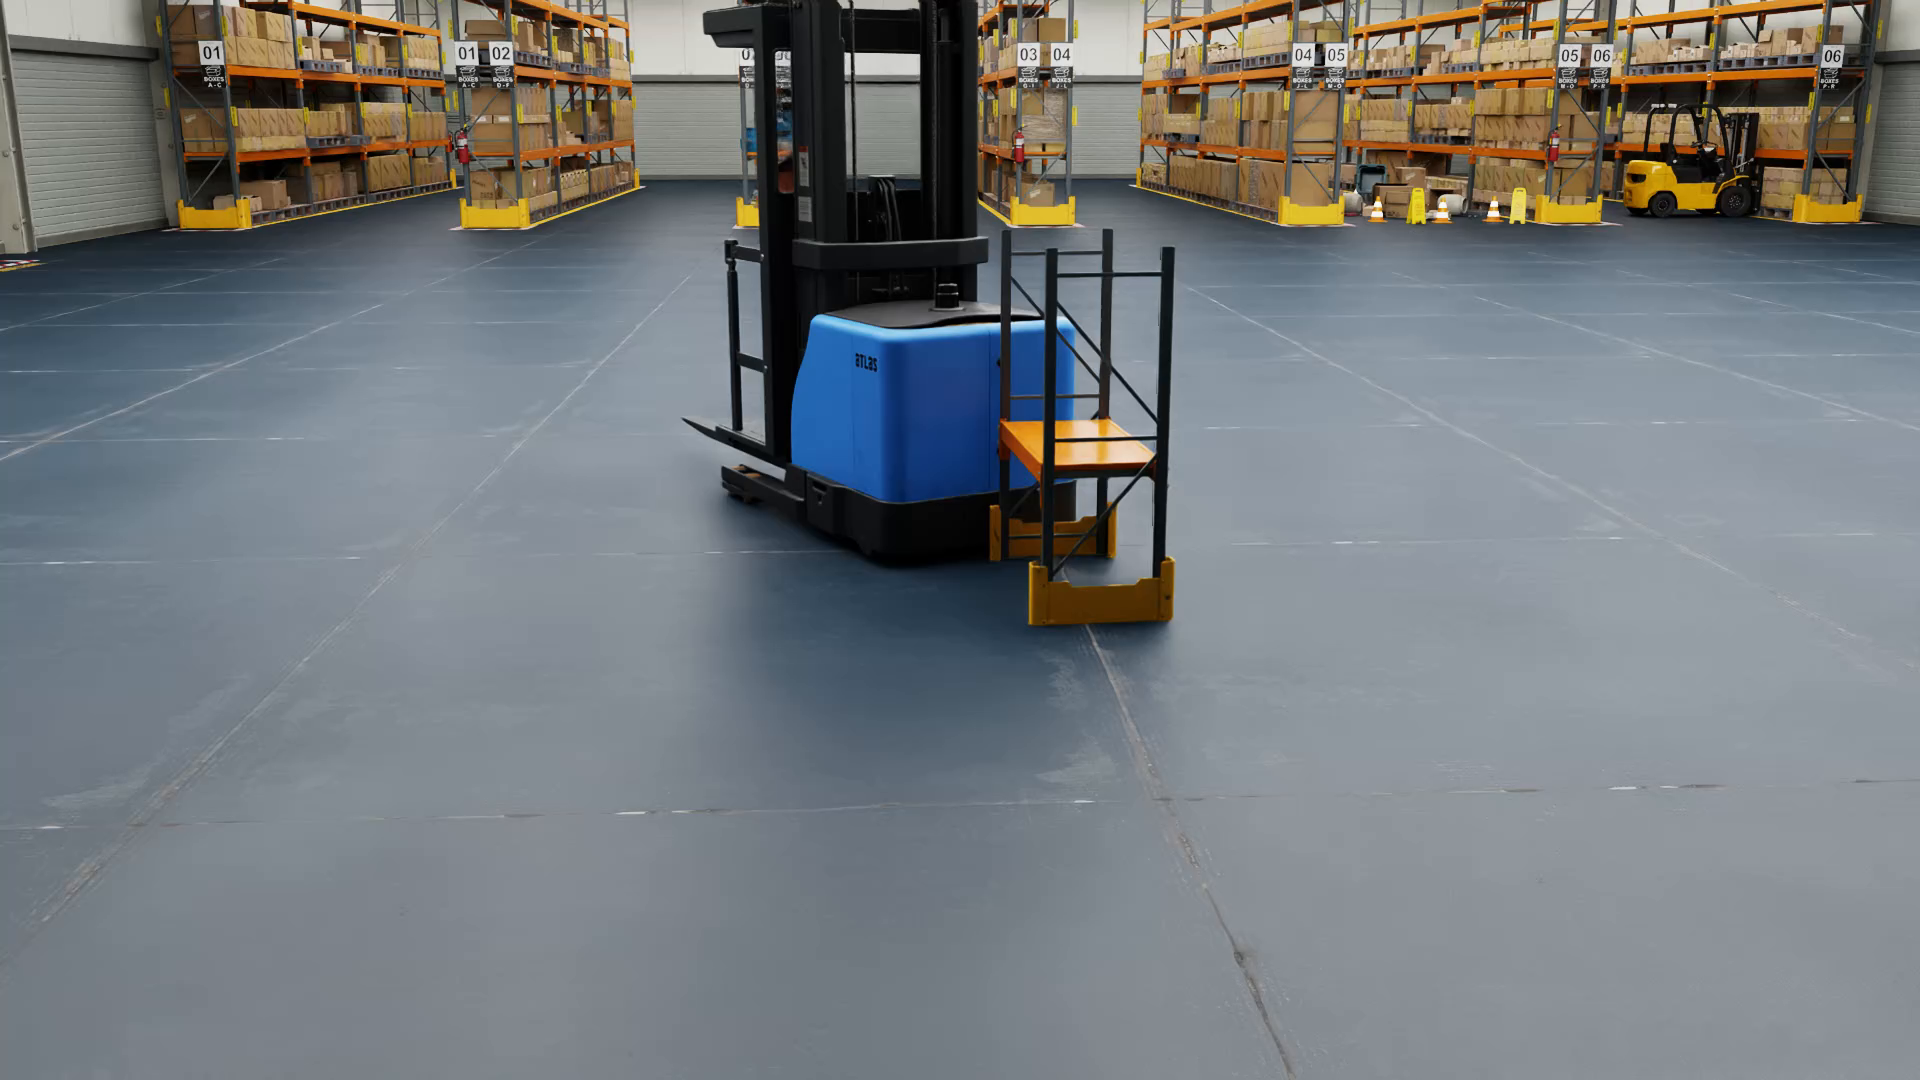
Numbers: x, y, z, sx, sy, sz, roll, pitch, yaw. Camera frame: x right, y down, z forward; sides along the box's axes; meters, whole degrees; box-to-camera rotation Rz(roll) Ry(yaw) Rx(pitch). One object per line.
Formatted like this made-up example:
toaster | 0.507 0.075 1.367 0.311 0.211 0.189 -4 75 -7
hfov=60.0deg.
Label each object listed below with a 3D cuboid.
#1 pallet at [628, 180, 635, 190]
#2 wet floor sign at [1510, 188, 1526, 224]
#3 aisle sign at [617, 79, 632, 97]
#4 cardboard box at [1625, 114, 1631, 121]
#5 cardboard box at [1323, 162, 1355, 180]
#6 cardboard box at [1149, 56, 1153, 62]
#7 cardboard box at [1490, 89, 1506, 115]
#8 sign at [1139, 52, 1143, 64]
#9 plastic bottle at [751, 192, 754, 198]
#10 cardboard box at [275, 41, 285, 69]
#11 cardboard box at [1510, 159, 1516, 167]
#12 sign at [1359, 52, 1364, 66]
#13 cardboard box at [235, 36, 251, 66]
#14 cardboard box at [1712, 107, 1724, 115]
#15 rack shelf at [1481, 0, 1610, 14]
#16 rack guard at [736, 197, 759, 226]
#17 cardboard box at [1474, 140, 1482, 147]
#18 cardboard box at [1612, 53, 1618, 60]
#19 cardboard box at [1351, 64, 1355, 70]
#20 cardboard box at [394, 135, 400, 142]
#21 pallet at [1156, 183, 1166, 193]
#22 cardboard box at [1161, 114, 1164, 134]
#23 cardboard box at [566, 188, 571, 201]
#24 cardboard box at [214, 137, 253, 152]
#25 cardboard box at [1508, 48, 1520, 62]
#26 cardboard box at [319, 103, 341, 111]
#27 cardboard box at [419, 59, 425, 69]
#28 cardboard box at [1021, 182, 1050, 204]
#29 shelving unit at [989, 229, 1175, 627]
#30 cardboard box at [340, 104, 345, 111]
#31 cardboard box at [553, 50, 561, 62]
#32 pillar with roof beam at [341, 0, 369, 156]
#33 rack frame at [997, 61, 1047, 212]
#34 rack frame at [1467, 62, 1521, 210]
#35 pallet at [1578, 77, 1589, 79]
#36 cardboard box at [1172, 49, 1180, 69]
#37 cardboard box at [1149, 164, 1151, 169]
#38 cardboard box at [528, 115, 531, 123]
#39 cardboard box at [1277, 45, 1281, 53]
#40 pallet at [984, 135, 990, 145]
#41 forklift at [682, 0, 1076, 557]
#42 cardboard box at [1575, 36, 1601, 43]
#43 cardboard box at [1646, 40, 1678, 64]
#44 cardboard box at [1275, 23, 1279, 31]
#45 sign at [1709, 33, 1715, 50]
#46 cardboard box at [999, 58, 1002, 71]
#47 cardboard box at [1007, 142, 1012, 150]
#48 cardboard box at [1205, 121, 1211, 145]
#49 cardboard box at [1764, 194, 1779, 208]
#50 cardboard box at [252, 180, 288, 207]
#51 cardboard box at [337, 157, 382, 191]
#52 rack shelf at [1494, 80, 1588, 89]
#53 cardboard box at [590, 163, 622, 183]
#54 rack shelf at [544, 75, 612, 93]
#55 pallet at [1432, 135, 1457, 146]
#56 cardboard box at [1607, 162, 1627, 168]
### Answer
pallet | -9.299 -9.513 44.575 1.003 0.211 1.213 -1 14 -3
wet floor sign | 10.360 -6.202 30.837 0.267 0.644 0.232 4 15 16
aisle sign | -9.052 -12.361 44.832 0.394 0.787 0.004 -1 14 -3
cardboard box | 15.600 -9.752 38.407 0.380 0.149 0.250 0 14 -2
cardboard box | 10.565 -10.185 45.892 0.875 0.438 0.875 -1 14 -5
cardboard box | 5.239 -12.822 44.320 0.380 0.149 0.250 -1 14 -3
cardboard box | 10.993 -8.712 33.064 0.700 0.500 0.500 -1 14 -5
sign | 4.949 -13.151 45.347 0.100 0.325 0.005 -1 14 -3
plastic bottle | -3.995 -6.553 32.044 0.061 0.283 0.133 -1 14 -2
cardboard box | -13.258 -9.282 31.820 0.500 0.500 0.500 -2 15 -8
cardboard box | 10.989 -7.369 32.515 0.380 0.149 0.250 0 14 -1
sign | 10.118 -12.123 41.908 0.100 0.325 0.005 -1 14 -3
cardboard box | -13.075 -8.756 29.776 0.500 0.500 0.500 0 14 0
cardboard box | 15.845 -8.901 34.503 0.380 0.149 0.250 -1 14 -2
rack shelf | 11.292 -10.459 32.067 1.077 0.370 4.000 -1 14 -3
rack guard | -3.470 -5.984 30.282 1.175 0.500 0.348 -1 14 -3
cardboard box | 10.867 -8.196 34.366 0.380 0.149 0.250 -1 14 -4
cardboard box | 15.580 -11.404 39.213 0.380 0.149 0.250 -1 14 -5
cardboard box | 10.297 -12.193 42.837 0.380 0.149 0.250 -1 14 -2
cardboard box | -13.661 -9.624 39.876 0.380 0.149 0.250 -1 14 -3
pallet | 5.661 -9.105 42.991 1.003 0.211 1.213 -1 14 -3
cardboard box | 5.426 -10.598 42.397 0.500 0.500 0.500 -1 14 -3
cardboard box | -8.419 -7.199 34.662 0.500 0.250 0.500 -1 14 -2
cardboard box | -13.020 -7.087 29.812 0.500 0.250 0.500 -1 14 -5
cardboard box | 11.015 -9.433 32.354 0.500 0.250 0.500 -1 14 -3
cardboard box | -14.089 -9.688 37.316 0.500 0.250 0.500 0 14 -2
cardboard box | -13.886 -12.070 42.157 0.500 0.250 0.500 -1 14 -5
cardboard box | 1.432 -6.550 31.637 0.500 0.500 0.500 3 15 11
shelving unit | 0.501 -0.520 7.039 0.587 1.500 1.083 -2 15 -8
cardboard box | -13.751 -9.504 36.559 0.380 0.149 0.250 -3 15 -11
cardboard box | -8.668 -10.156 34.917 0.500 0.250 0.500 -2 15 -8
pillar with roof beam | -10.660 -13.141 41.040 9.100 9.000 0.400 -1 14 -3
rack frame | 1.277 -8.248 34.064 1.000 3.000 0.127 -1 14 -3
rack frame | 11.168 -8.401 34.658 1.000 3.000 0.127 -1 14 -3
pallet | 15.664 -11.409 40.705 1.213 0.211 1.003 -1 14 -3
cardboard box | 5.652 -11.898 41.185 0.700 0.500 0.500 -1 14 -3
cardboard box | 5.306 -10.067 44.819 0.380 0.149 0.250 -2 15 -6
cardboard box | -8.254 -7.885 31.150 0.380 0.149 0.250 -1 14 -4
cardboard box | 6.091 -9.092 30.783 0.380 0.149 0.250 -1 14 -3
pallet | 1.180 -8.974 37.271 1.213 0.211 1.003 -1 14 -3
forklift | -0.624 -1.662 8.604 1.130 2.935 3.031 -8 17 -29
cardboard box | 11.597 -9.215 30.706 0.380 0.149 0.250 -1 14 -4
cardboard box | 15.807 -10.918 37.178 0.700 0.500 0.500 -1 14 -5
cardboard box | 6.074 -9.542 30.935 0.380 0.149 0.250 -1 14 -2
sign | 15.581 -10.323 34.440 0.100 0.325 0.005 -1 14 -3
cardboard box | 1.049 -9.512 33.258 0.500 0.250 0.500 -1 15 -6
cardboard box | 1.103 -7.571 31.935 0.380 0.149 0.250 -1 14 -3
cardboard box | 5.779 -9.101 37.176 0.500 0.500 0.500 -1 14 -4
cardboard box | 16.004 -6.591 32.300 0.500 0.250 0.500 -1 14 -3
cardboard box | -13.450 -6.764 32.428 0.500 0.500 0.500 -2 15 -8
cardboard box | -13.717 -8.361 37.973 0.750 0.750 0.750 -1 14 -4
rack shelf | 15.502 -12.070 44.341 1.077 0.370 4.000 -1 14 -3
cardboard box | -9.228 -9.557 43.277 0.797 0.503 0.637 -1 14 -3
rack shelf | -8.982 -10.693 38.988 1.077 0.370 4.000 -1 14 -3
pallet | 11.084 -8.811 36.637 1.003 0.211 1.213 -1 14 -3
cardboard box | 15.591 -8.899 39.466 0.380 0.149 0.250 -2 15 -6
